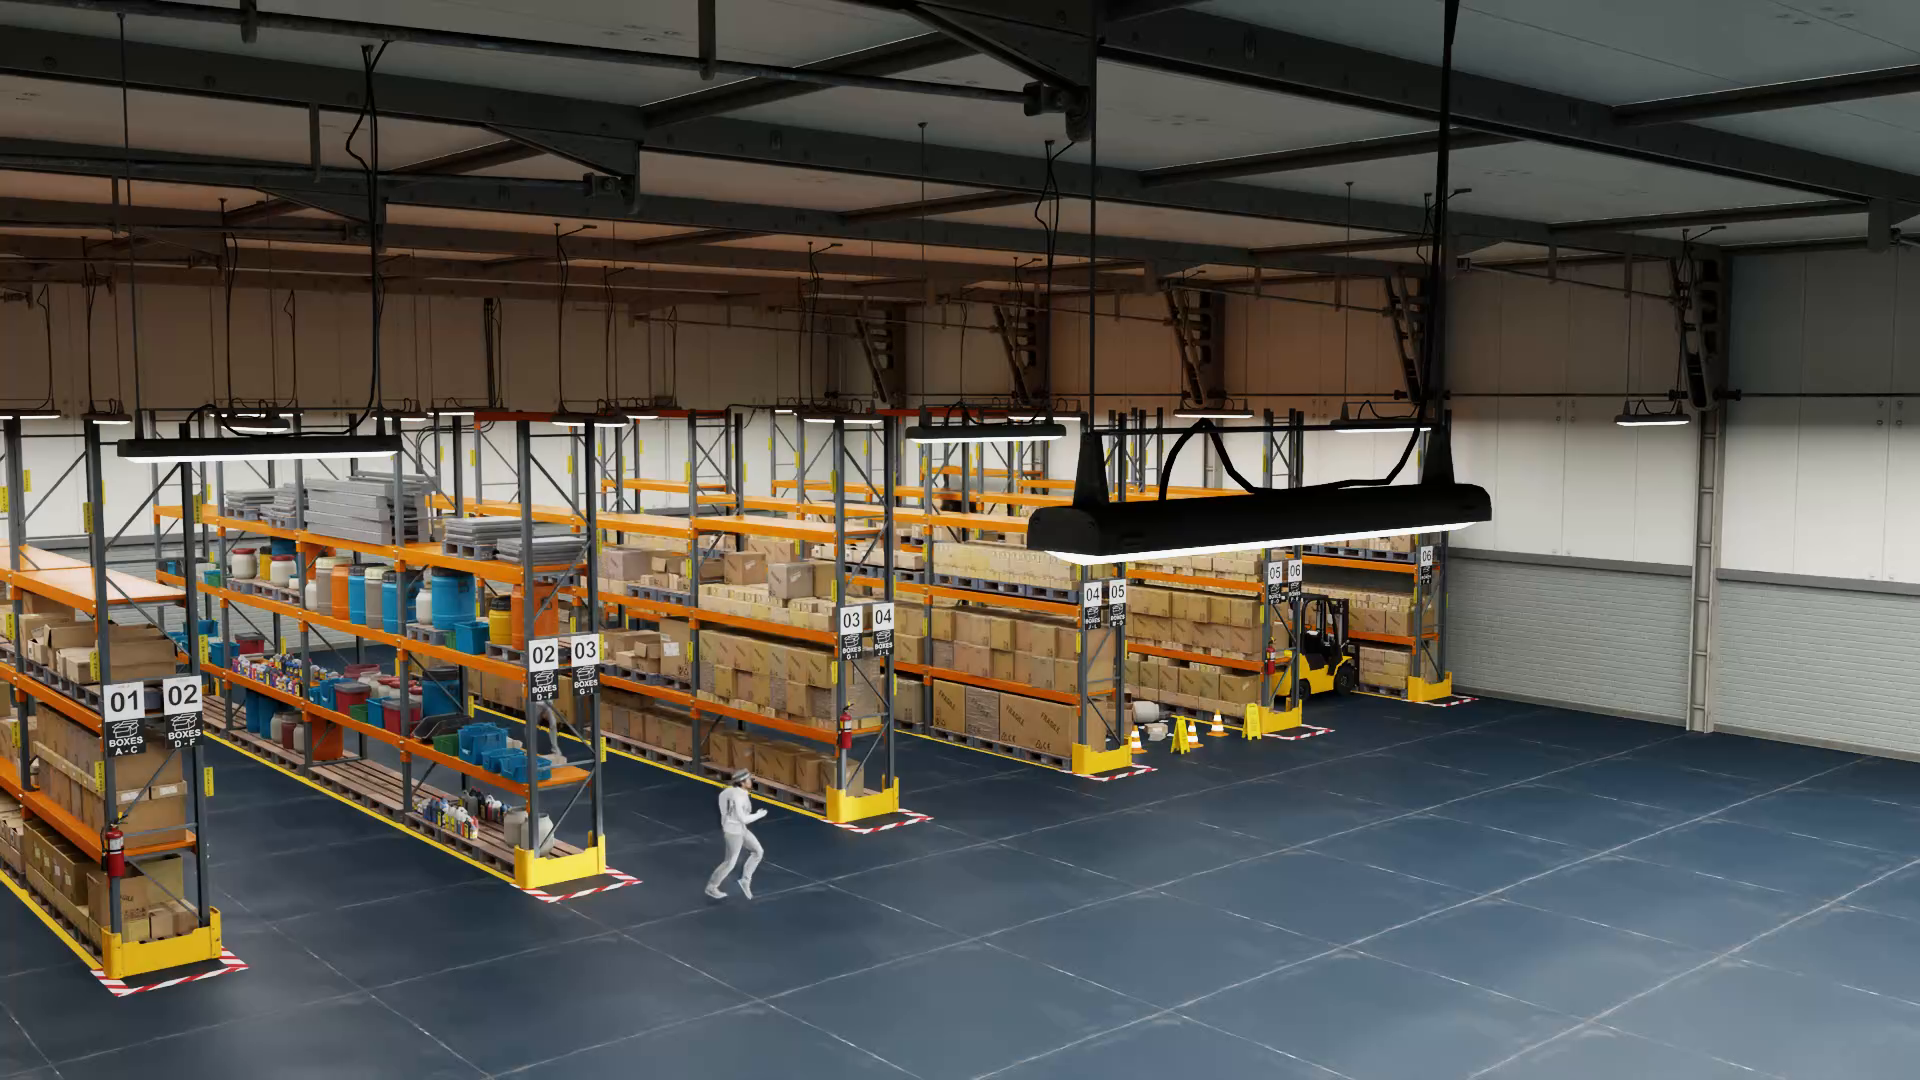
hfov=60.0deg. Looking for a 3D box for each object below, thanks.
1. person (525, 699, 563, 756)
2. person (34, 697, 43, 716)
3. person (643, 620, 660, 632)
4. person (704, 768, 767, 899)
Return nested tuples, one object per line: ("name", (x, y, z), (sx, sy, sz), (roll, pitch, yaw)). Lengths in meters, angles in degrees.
("person", (-7.395, 2.922, 29.416), (0.584, 1.701, 1.092), (-4, 7, -40))
("person", (-16.888, 2.797, 30.560), (0.633, 1.684, 0.649), (3, 6, 32))
("person", (-7.642, 1.912, 41.271), (0.804, 1.700, 0.570), (1, 5, 8))
("person", (-2.800, 3.667, 20.755), (0.793, 1.685, 0.641), (-1, 5, -8))
